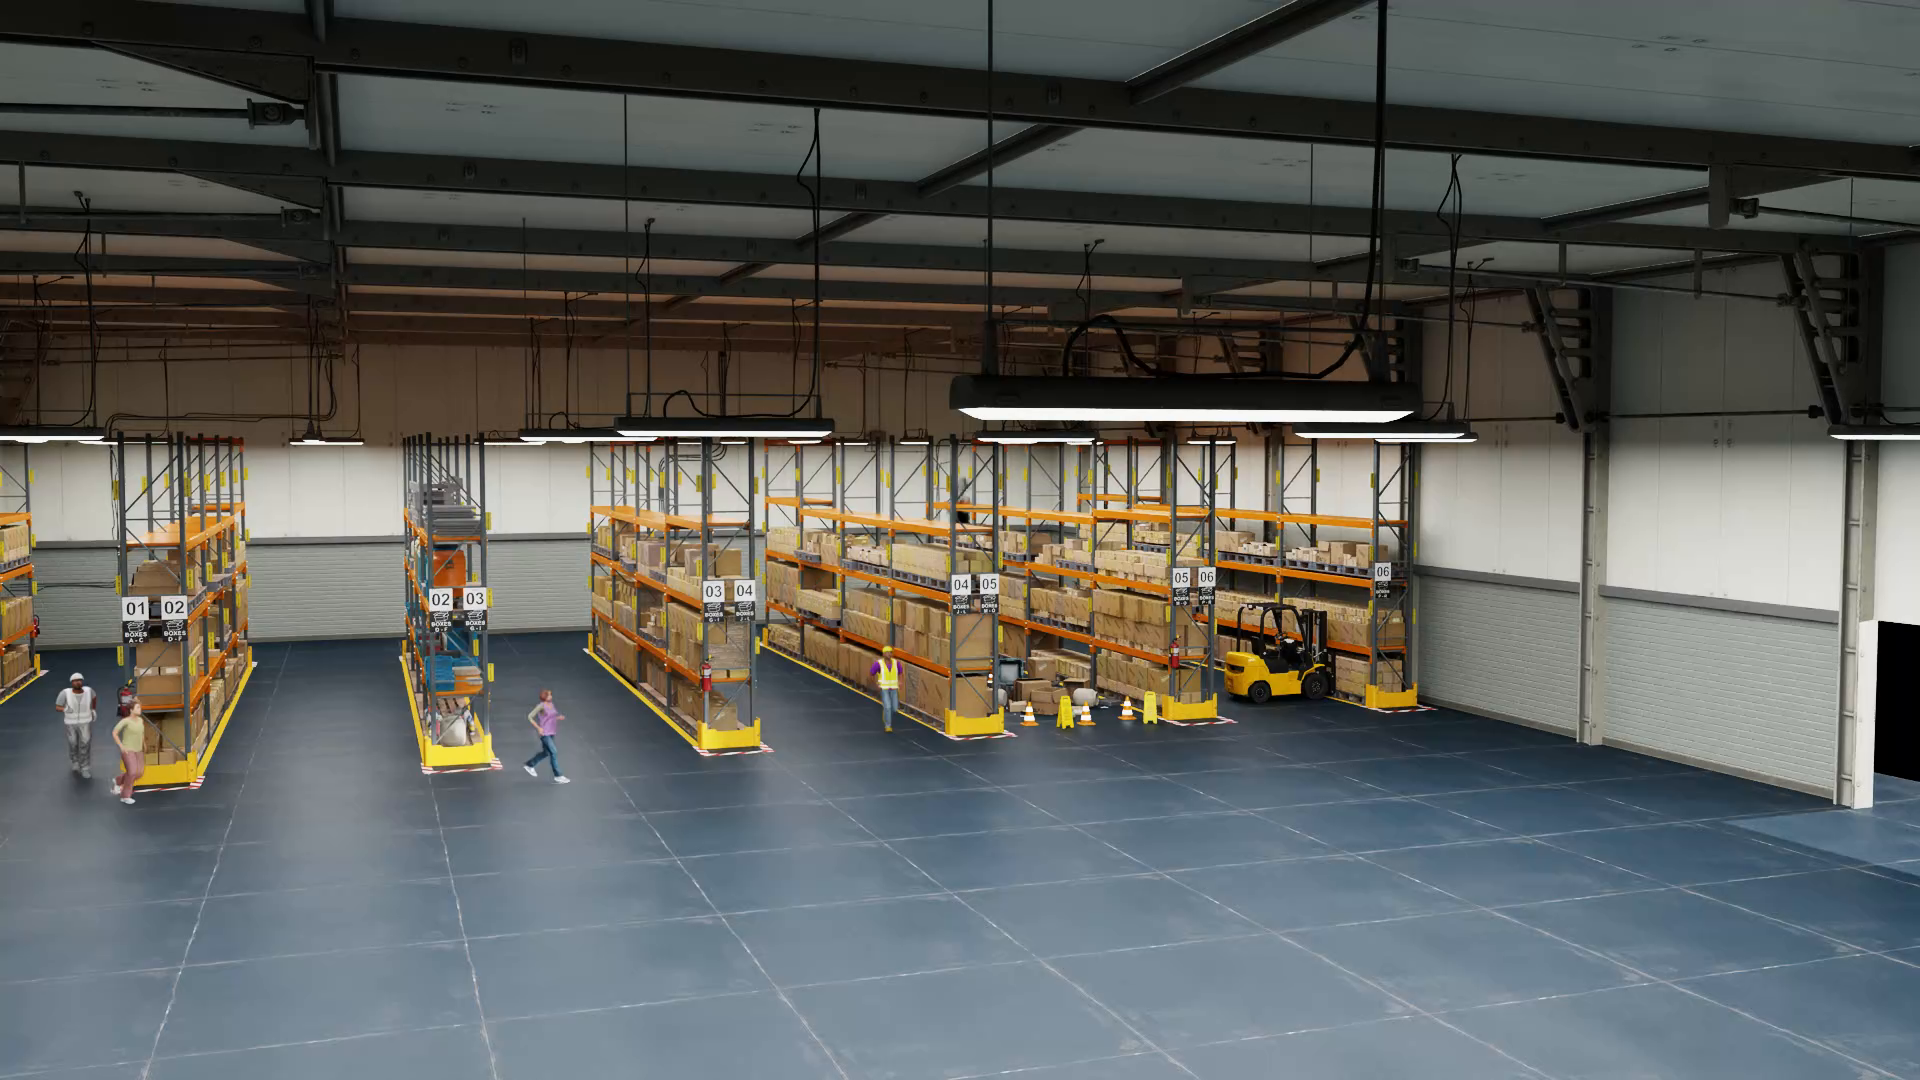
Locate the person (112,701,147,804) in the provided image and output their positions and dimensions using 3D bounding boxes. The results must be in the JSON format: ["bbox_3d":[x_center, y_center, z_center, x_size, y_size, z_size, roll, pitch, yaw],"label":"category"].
[{"bbox_3d":[-13.497,3.427,27.030,0.583,1.617,0.620,1,3,21],"label":"person"}]

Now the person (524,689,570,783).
[{"bbox_3d":[-7.054,3.329,28.377,0.874,1.586,0.535,1,3,12],"label":"person"}]

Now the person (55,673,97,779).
[{"bbox_3d":[-15.387,3.225,28.975,0.660,1.838,0.813,-2,4,-30],"label":"person"}]

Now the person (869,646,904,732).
[{"bbox_3d":[-1.479,2.996,33.606,0.730,1.728,0.685,-1,3,-22],"label":"person"}]

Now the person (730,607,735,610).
[{"bbox_3d":[-6.654,2.285,47.141,0.687,1.659,0.730,0,3,1],"label":"person"}]
